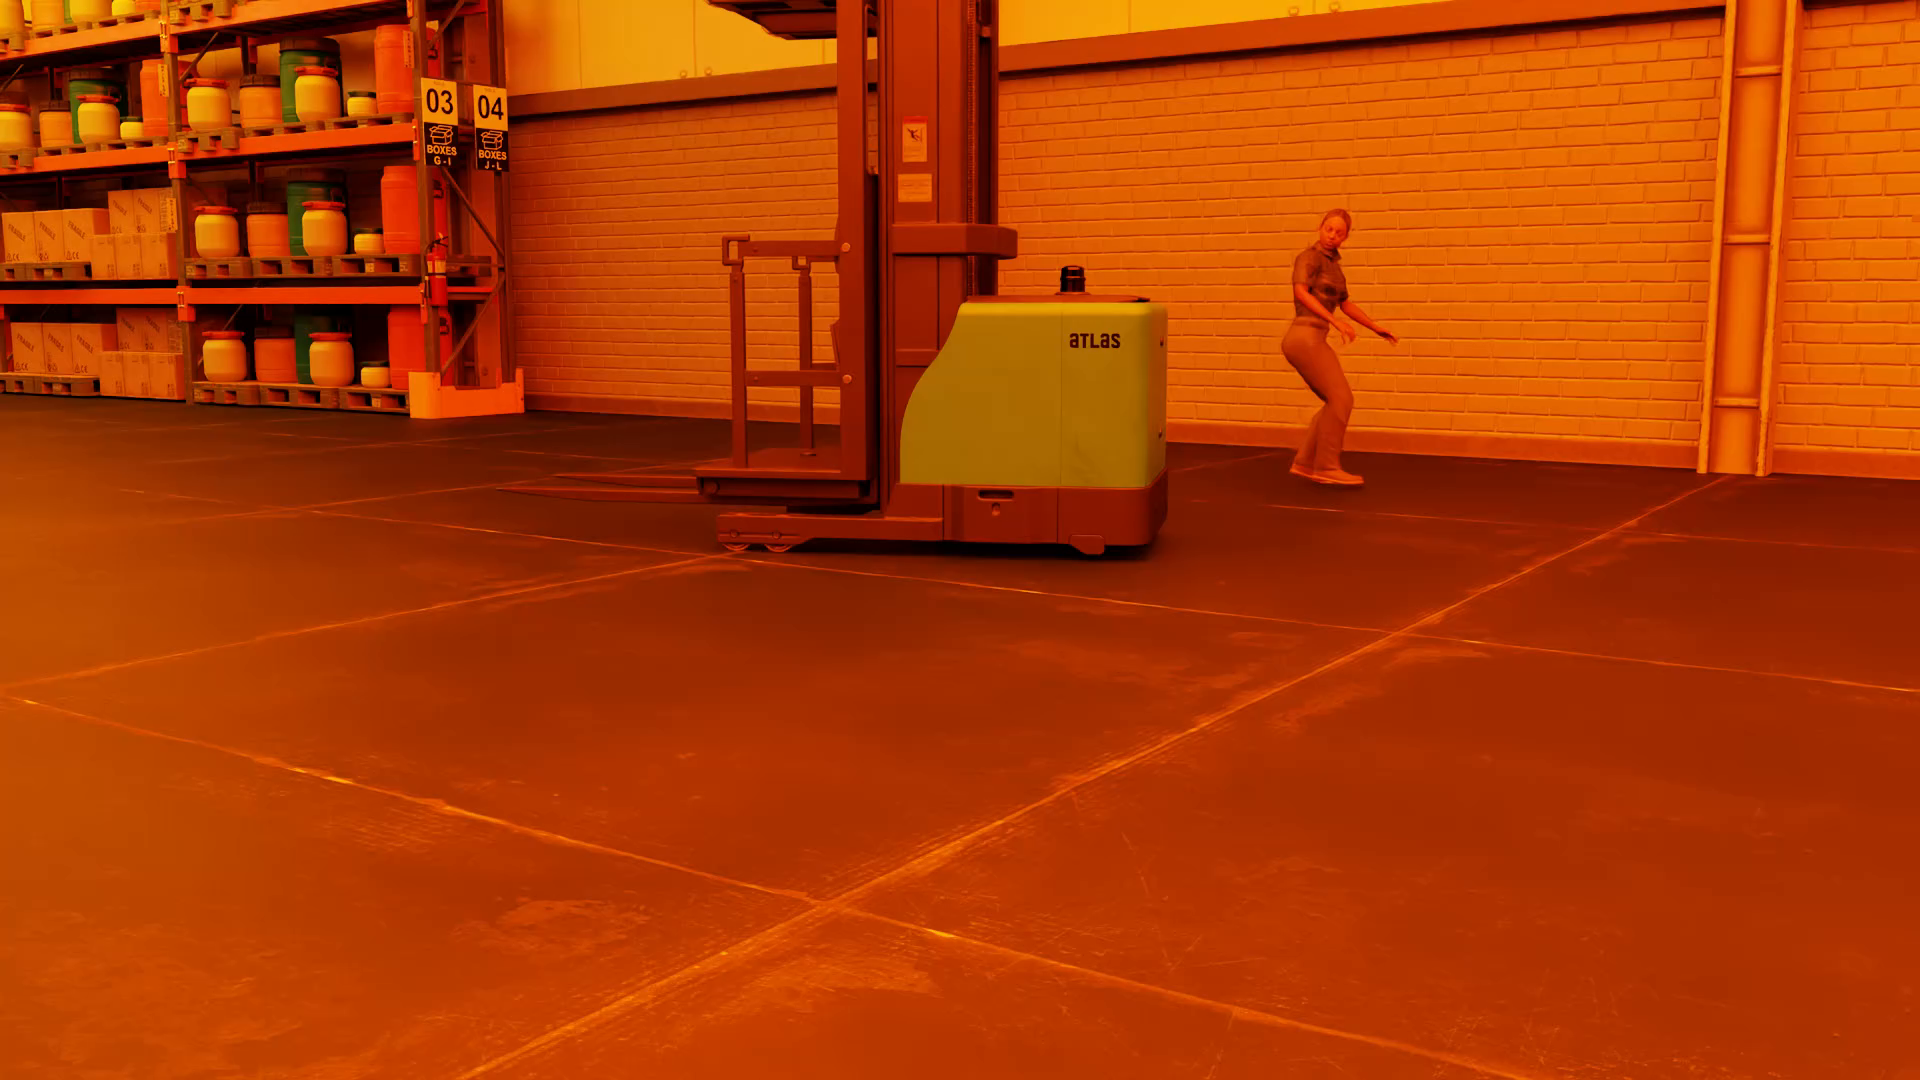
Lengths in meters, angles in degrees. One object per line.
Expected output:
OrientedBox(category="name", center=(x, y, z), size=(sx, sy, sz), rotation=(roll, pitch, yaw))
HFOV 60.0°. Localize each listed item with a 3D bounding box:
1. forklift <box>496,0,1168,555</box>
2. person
OrientedBox(category="forklift", center=(-0.596, -1.469, 7.520), size=(3.031, 2.935, 1.130), rotation=(2, 8, 12))
OrientedBox(category="person", center=(2.195, -1.104, 9.649), size=(0.621, 1.613, 0.695), rotation=(3, 9, 21))
